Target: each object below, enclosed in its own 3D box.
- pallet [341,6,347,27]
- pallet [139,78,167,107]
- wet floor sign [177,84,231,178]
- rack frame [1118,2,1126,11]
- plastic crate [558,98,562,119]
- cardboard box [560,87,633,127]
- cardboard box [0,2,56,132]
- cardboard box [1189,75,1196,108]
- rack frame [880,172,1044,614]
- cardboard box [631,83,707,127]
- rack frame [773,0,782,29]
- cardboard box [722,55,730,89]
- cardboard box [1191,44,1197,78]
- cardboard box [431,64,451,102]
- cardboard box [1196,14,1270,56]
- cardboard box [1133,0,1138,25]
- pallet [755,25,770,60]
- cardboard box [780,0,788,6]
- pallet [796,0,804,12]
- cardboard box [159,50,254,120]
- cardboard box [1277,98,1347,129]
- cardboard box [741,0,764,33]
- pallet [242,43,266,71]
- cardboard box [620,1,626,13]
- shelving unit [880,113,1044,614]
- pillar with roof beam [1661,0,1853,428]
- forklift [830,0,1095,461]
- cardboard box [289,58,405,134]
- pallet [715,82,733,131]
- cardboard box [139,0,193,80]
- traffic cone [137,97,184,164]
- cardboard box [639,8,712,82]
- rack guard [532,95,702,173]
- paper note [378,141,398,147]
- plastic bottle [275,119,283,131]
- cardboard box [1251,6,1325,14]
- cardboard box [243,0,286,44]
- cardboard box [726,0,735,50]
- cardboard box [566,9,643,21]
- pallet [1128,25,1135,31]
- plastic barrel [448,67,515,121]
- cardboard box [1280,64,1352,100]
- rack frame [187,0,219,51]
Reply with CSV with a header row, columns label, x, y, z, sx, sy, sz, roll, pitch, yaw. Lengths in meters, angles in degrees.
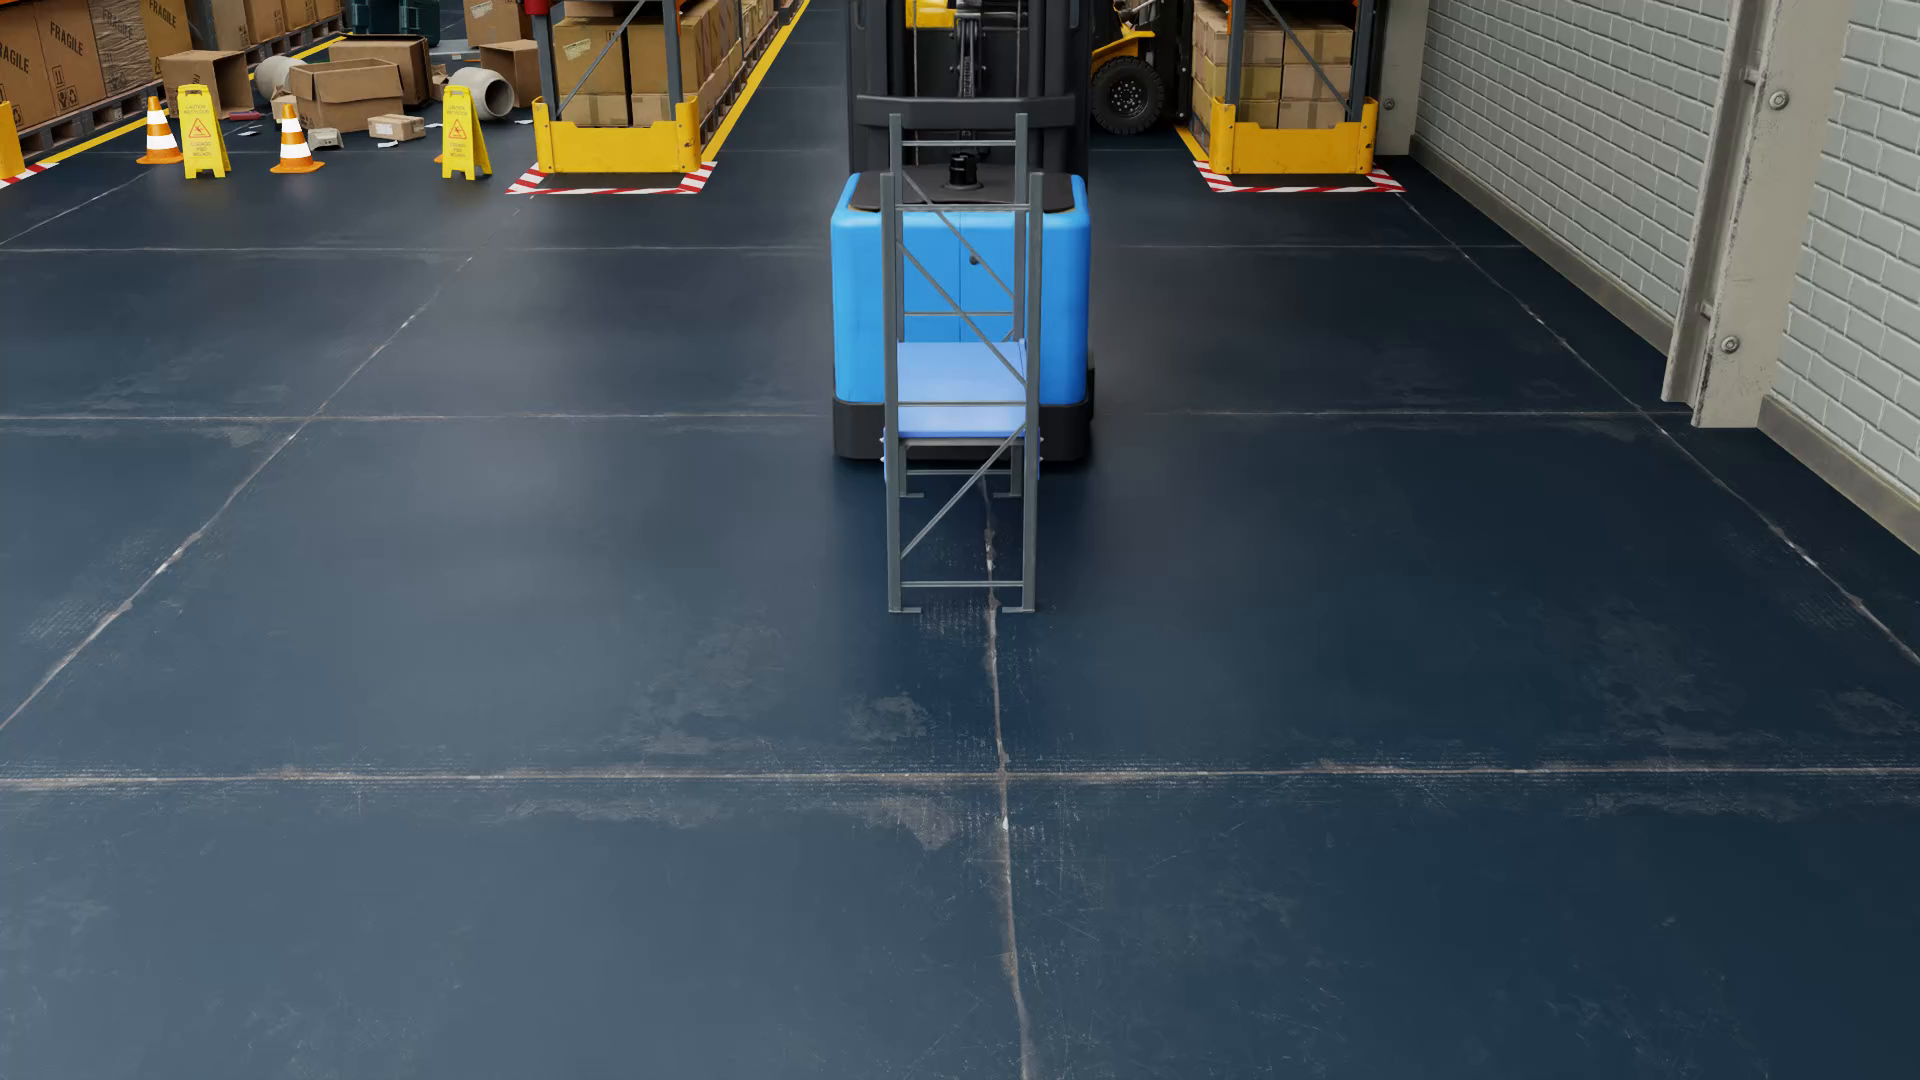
label,x,y,z,sx,sy,sz,roll,pitch,yaw
pallet,-7.563,-6.388,20.119,1.003,0.211,1.213,0,24,-1
pallet,-7.582,-4.104,15.069,1.003,0.211,1.213,0,24,-1
wet floor sign,-5.488,-2.965,12.022,0.267,0.644,0.232,-4,25,-10
rack frame,2.356,-7.425,19.026,1.000,3.000,0.127,0,24,-1
plastic crate,-3.366,-3.772,14.492,0.402,0.080,0.583,-9,26,-19
cardboard box,-2.798,-3.384,12.920,0.500,0.250,0.500,0,24,-1
cardboard box,-7.542,-3.543,12.512,0.875,0.875,0.875,0,24,0
cardboard box,2.130,-3.670,13.551,0.500,0.250,0.500,0,24,0
rack frame,0.006,-0.439,5.400,0.500,1.500,0.032,0,24,-1
cardboard box,-2.252,-3.376,12.902,0.500,0.250,0.500,0,24,-1
rack frame,-2.607,-7.401,18.973,1.000,3.000,0.127,0,24,-1
cardboard box,-2.272,-4.020,14.325,0.500,0.250,0.500,0,24,0
cardboard box,2.104,-3.913,13.482,0.500,0.250,0.500,-1,24,-2
cardboard box,-4.701,-4.161,15.129,0.258,0.266,0.396,-19,31,-36
cardboard box,2.115,-3.921,12.893,0.500,0.250,0.500,0,24,0
cardboard box,2.364,-6.008,18.265,0.875,0.625,0.625,1,24,1
pallet,-2.590,-5.307,17.727,1.003,0.211,1.213,0,24,-1
cardboard box,-2.532,-6.909,19.955,0.875,0.875,0.875,0,24,-1
pallet,-2.551,-6.957,21.376,1.003,0.211,1.213,0,24,-1
cardboard box,-6.469,-3.916,14.298,0.500,0.500,0.500,4,25,9
cardboard box,2.634,-3.270,12.667,0.500,0.250,0.500,0,24,0
cardboard box,-2.592,-5.545,17.550,0.950,0.372,0.625,1,24,1
pallet,-7.596,-4.736,16.465,1.003,0.211,1.213,0,24,-1
cardboard box,-2.860,-4.263,13.167,0.380,0.149,0.250,0,24,0
shelving unit,0.001,-0.648,5.863,0.538,1.500,1.048,0,24,-1
pillar with roof beam,-0.902,-4.661,5.635,9.100,9.000,0.400,0,24,-1
forklift,0.048,-2.220,7.602,1.130,2.935,3.031,1,24,2
cardboard box,-5.071,-3.679,13.774,0.797,0.503,0.637,-19,31,-36
pallet,-2.505,-3.701,14.178,1.003,0.211,1.213,0,24,-1
cardboard box,-7.575,-4.652,14.965,0.875,0.875,0.875,0,24,0
traffic cone,-6.055,-3.110,12.564,0.336,0.463,0.334,0,24,-1
cardboard box,-2.263,-3.943,13.246,0.500,0.500,0.500,-1,24,-3
rack guard,-2.521,-2.997,12.269,1.175,0.500,0.348,0,24,-1
paper note,-4.521,-3.132,13.138,0.148,0.019,0.142,-9,26,-19
plastic bottle,-5.627,-3.466,13.838,0.133,0.061,0.283,-9,26,-19
cardboard box,2.624,-4.133,13.362,0.500,0.250,0.500,0,24,-1
cardboard box,-7.616,-5.508,17.008,1.050,0.750,0.750,0,24,-1
cardboard box,-2.282,-4.580,14.655,0.500,0.500,0.500,0,24,0
cardboard box,-2.799,-3.928,13.213,0.500,0.500,0.500,1,24,1
pallet,2.336,-5.313,17.741,1.003,0.211,1.213,0,24,-1
plastic barrel,-4.056,-3.775,14.082,0.512,0.421,0.421,19,30,35
cardboard box,2.646,-3.489,12.545,0.500,0.250,0.500,0,24,0
rack frame,-7.512,-5.689,15.188,1.000,3.000,0.127,0,24,-1
